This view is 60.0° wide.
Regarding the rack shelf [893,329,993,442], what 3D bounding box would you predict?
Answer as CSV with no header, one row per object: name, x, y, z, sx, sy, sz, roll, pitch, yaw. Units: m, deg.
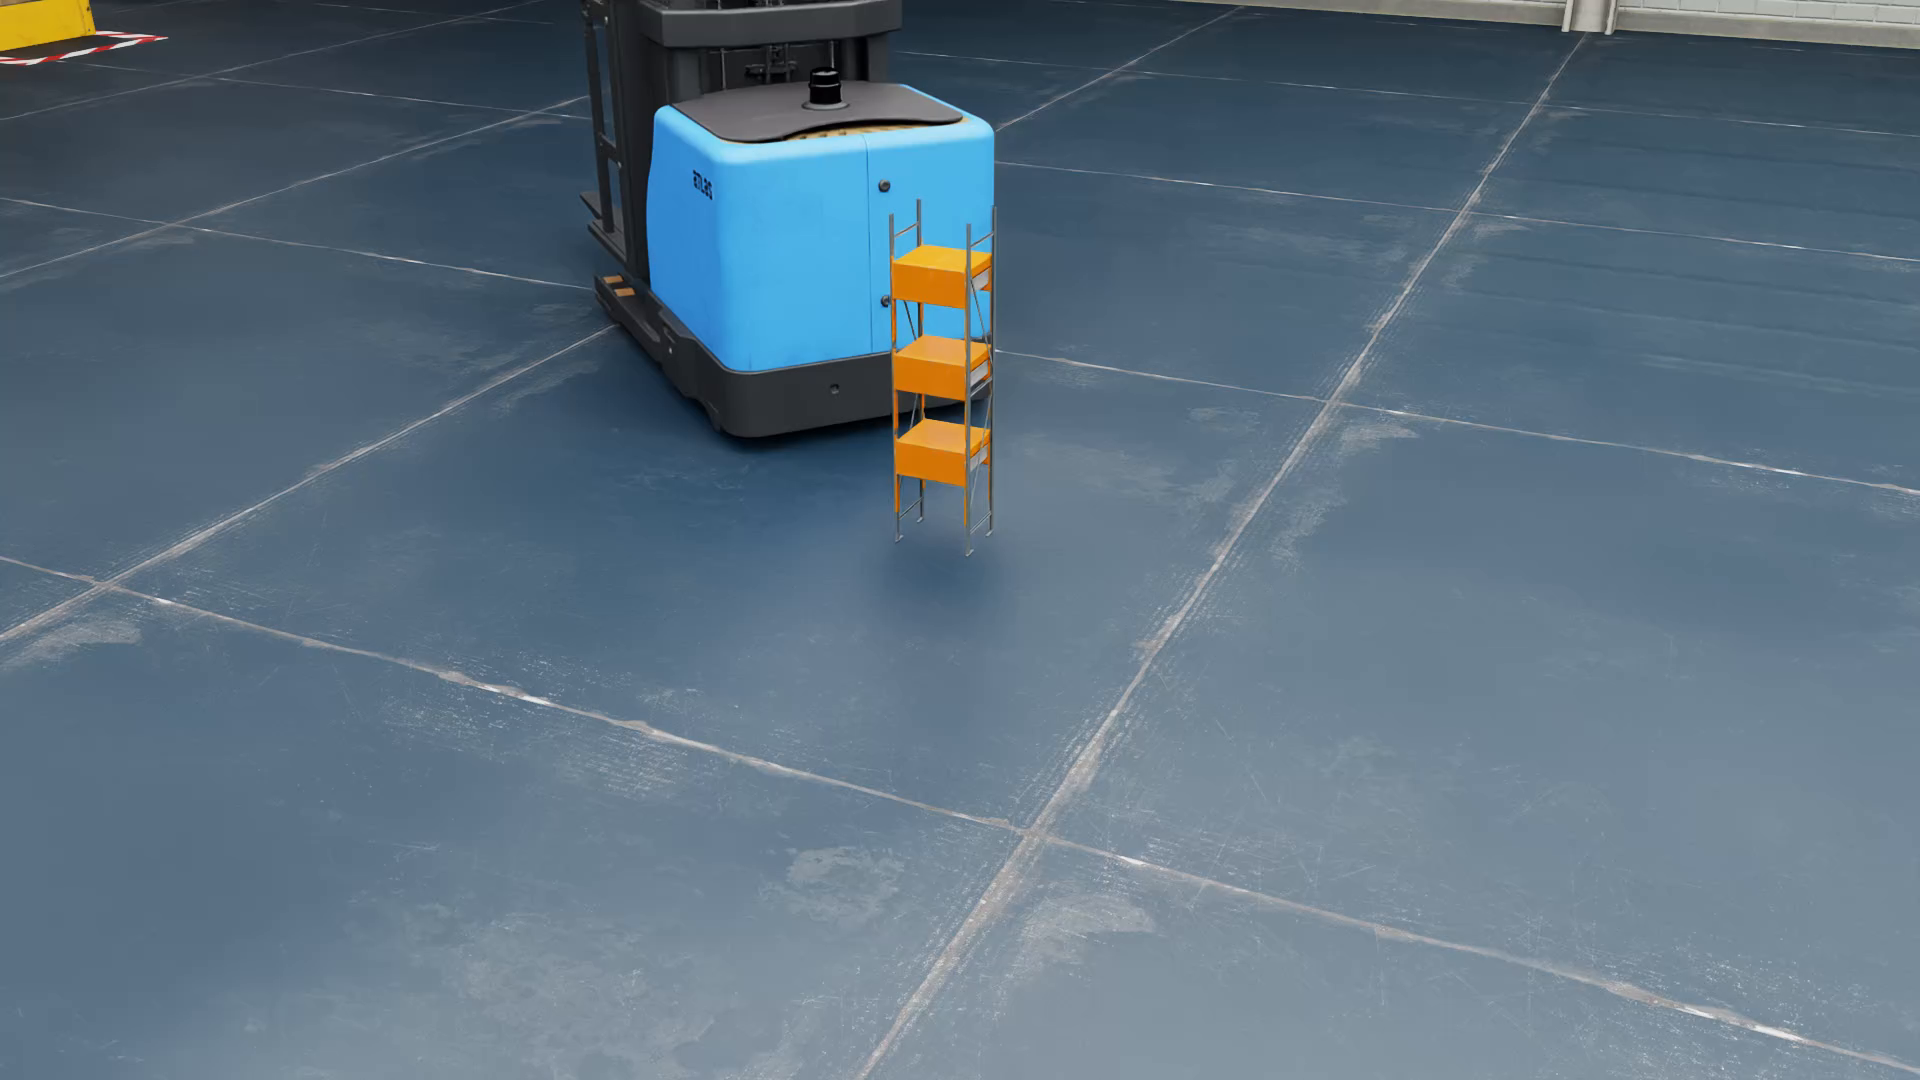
rack shelf,-0.049,-0.471,5.043,0.240,0.259,0.215,11,28,22

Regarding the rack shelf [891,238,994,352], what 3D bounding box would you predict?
rack shelf,-0.049,-0.726,4.917,0.240,0.259,0.215,11,28,22

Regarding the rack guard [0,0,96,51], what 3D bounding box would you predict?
rack guard,-7.523,-4.216,13.247,0.348,0.500,1.175,11,28,22

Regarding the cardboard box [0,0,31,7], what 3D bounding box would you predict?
cardboard box,-8.074,-4.537,13.706,0.500,0.250,0.500,11,28,21

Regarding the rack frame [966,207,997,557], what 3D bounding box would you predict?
rack frame,0.062,-0.458,4.993,0.008,1.050,0.200,11,28,22

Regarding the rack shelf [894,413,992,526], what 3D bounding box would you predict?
rack shelf,-0.049,-0.222,5.165,0.240,0.259,0.215,11,28,22

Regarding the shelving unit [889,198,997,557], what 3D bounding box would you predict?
shelving unit,-0.049,-0.481,5.038,0.252,1.050,0.215,11,28,22

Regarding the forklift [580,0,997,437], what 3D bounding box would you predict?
forklift,-0.942,-2.297,6.597,1.130,2.935,3.031,-12,28,-22

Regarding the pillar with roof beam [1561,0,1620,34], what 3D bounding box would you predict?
pillar with roof beam,3.478,-6.576,8.419,0.400,9.000,9.100,11,28,22

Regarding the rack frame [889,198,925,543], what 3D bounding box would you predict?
rack frame,-0.160,-0.503,5.083,0.008,1.050,0.200,11,28,22
